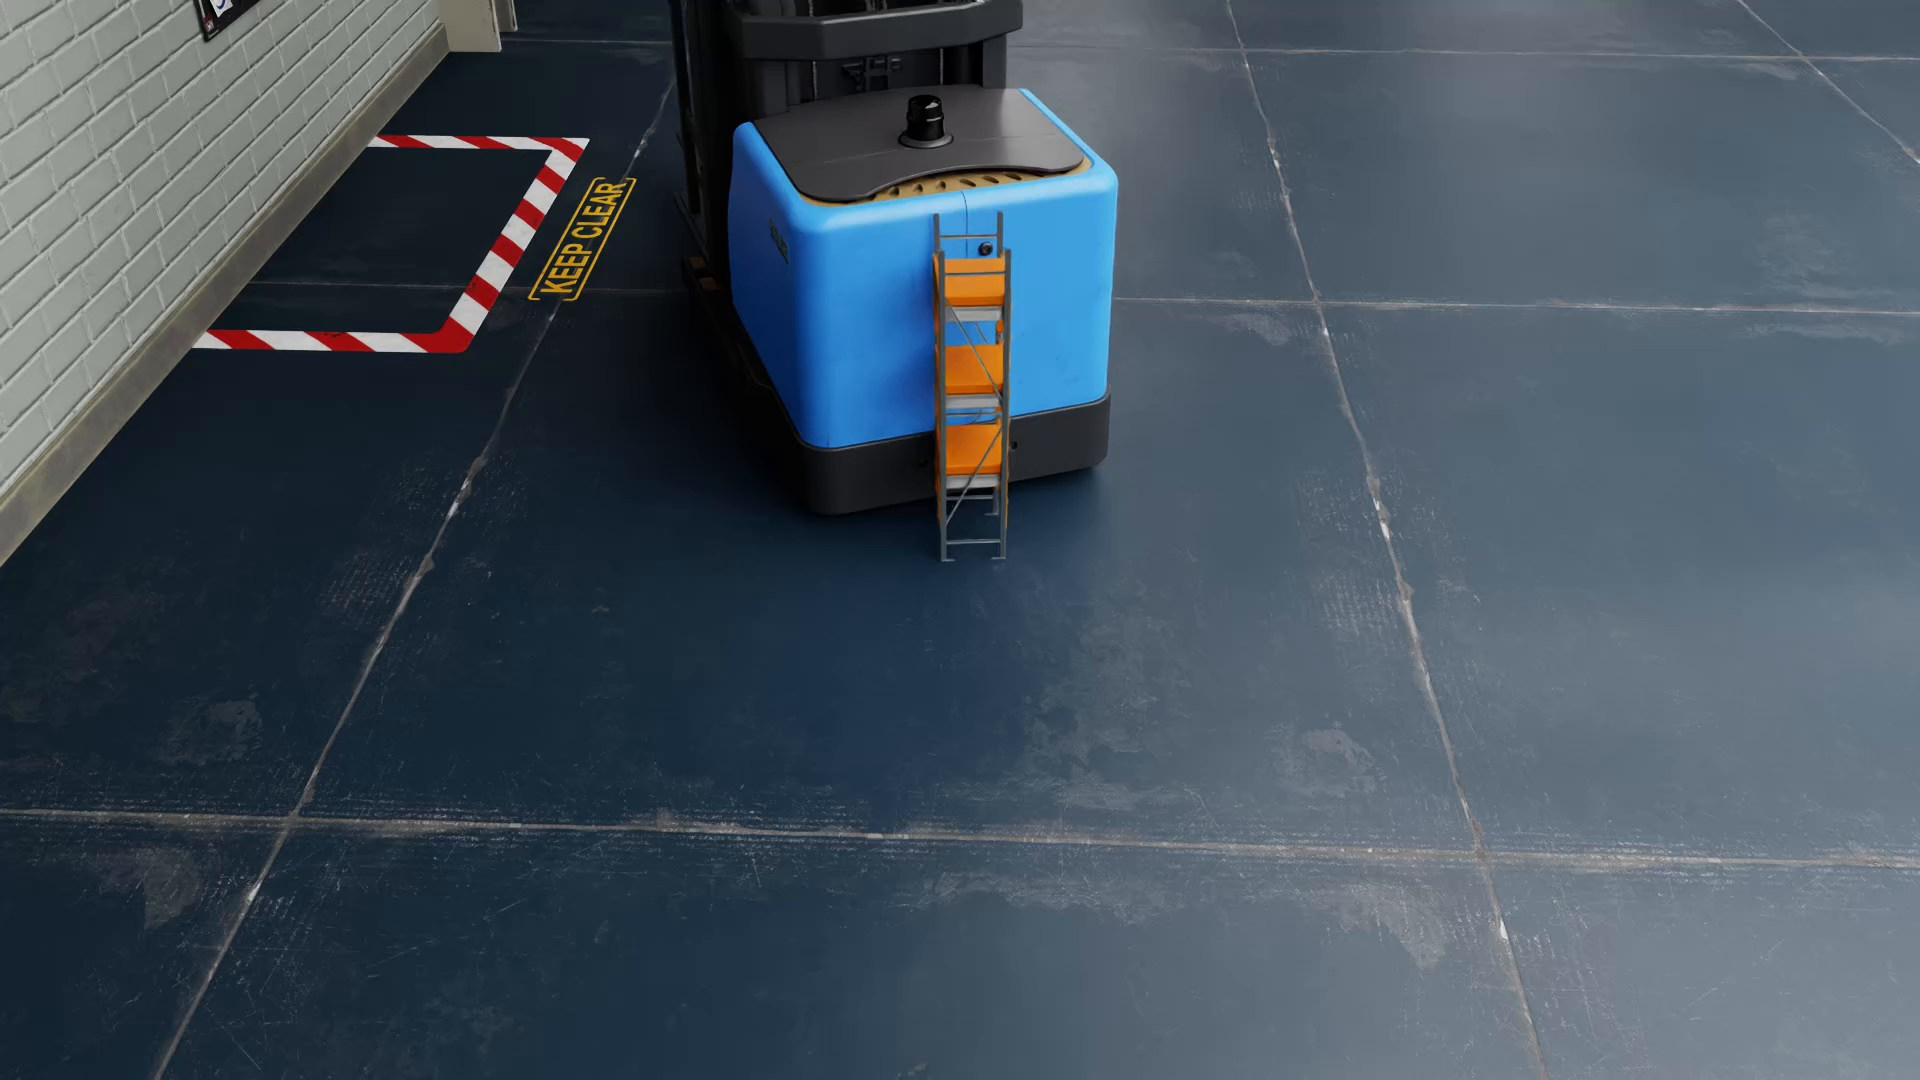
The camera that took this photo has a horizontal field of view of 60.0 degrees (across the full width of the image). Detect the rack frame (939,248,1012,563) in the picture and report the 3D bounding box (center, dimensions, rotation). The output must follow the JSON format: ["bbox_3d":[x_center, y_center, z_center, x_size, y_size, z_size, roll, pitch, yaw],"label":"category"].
[{"bbox_3d":[0.041,-0.366,4.857,0.200,1.050,0.008,-2,35,-3],"label":"rack frame"}]

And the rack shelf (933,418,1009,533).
[{"bbox_3d":[0.033,-0.200,5.123,0.215,0.259,0.240,-2,35,-3],"label":"rack shelf"}]

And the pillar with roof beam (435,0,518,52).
[{"bbox_3d":[1.656,-6.346,6.453,9.100,9.000,0.400,1,35,2],"label":"pillar with roof beam"}]

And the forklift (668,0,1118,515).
[{"bbox_3d":[-0.469,-2.123,5.721,1.130,2.935,3.031,-11,37,-15],"label":"forklift"}]

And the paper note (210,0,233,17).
[{"bbox_3d":[-2.859,-2.111,6.412,0.016,0.148,0.142,1,35,2],"label":"paper note"}]

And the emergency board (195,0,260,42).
[{"bbox_3d":[-2.801,-2.567,6.294,0.157,1.169,0.626,1,35,2],"label":"emergency board"}]

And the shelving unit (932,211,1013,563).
[{"bbox_3d":[0.033,-0.436,4.957,0.215,1.050,0.252,-2,35,-3],"label":"shelving unit"}]

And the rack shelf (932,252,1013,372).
[{"bbox_3d":[0.033,-0.659,4.800,0.215,0.259,0.240,-2,35,-3],"label":"rack shelf"}]

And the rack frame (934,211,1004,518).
[{"bbox_3d":[0.024,-0.506,5.056,0.200,1.050,0.008,-2,35,-3],"label":"rack frame"}]

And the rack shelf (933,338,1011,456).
[{"bbox_3d":[0.033,-0.427,4.963,0.215,0.259,0.240,-2,35,-3],"label":"rack shelf"}]
